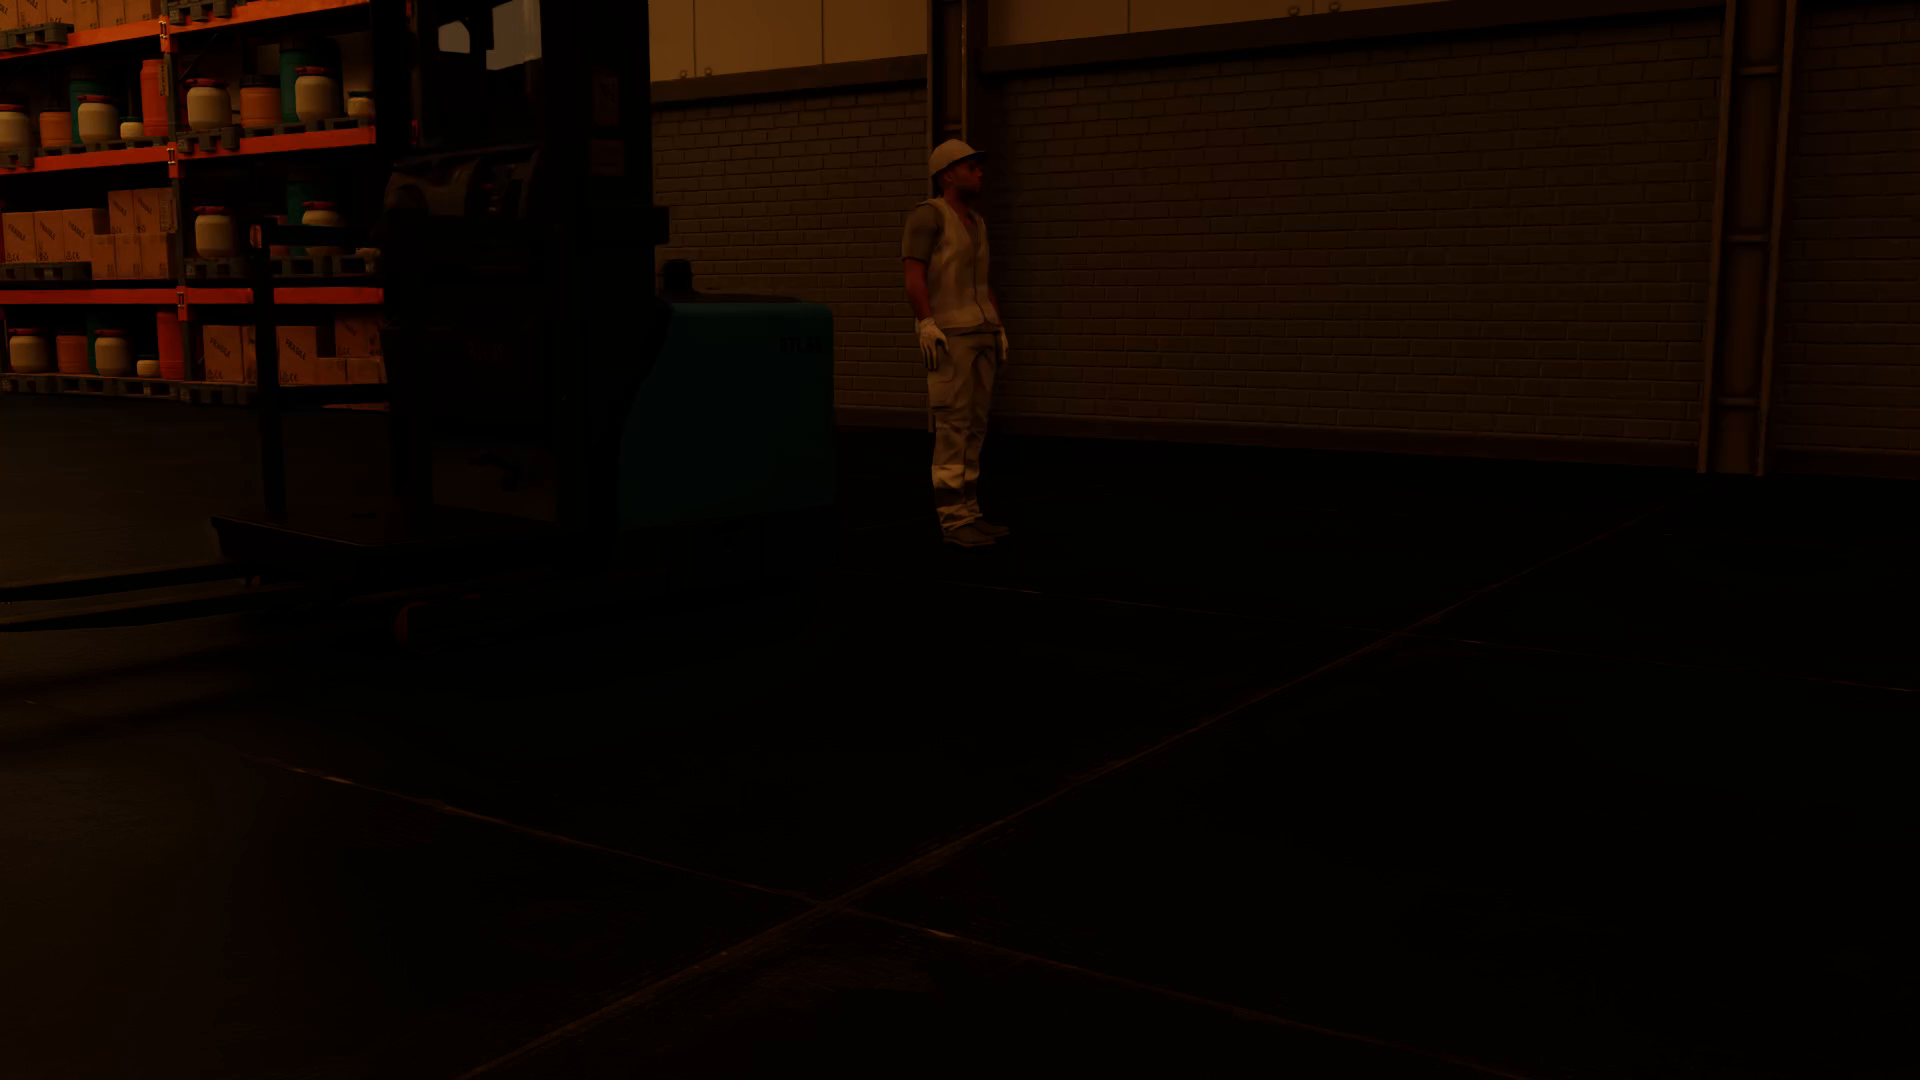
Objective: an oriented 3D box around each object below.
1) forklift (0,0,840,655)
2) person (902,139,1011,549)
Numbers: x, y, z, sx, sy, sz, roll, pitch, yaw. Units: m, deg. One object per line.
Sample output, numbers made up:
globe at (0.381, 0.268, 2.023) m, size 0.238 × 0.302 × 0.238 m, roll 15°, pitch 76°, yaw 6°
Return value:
forklift at (-1.833, -1.178, 5.478) m, size 1.130 × 2.935 × 3.031 m, roll 7°, pitch 11°, yaw 42°
person at (0.061, -0.885, 7.423) m, size 0.562 × 1.789 × 0.638 m, roll 5°, pitch 10°, yaw 34°
